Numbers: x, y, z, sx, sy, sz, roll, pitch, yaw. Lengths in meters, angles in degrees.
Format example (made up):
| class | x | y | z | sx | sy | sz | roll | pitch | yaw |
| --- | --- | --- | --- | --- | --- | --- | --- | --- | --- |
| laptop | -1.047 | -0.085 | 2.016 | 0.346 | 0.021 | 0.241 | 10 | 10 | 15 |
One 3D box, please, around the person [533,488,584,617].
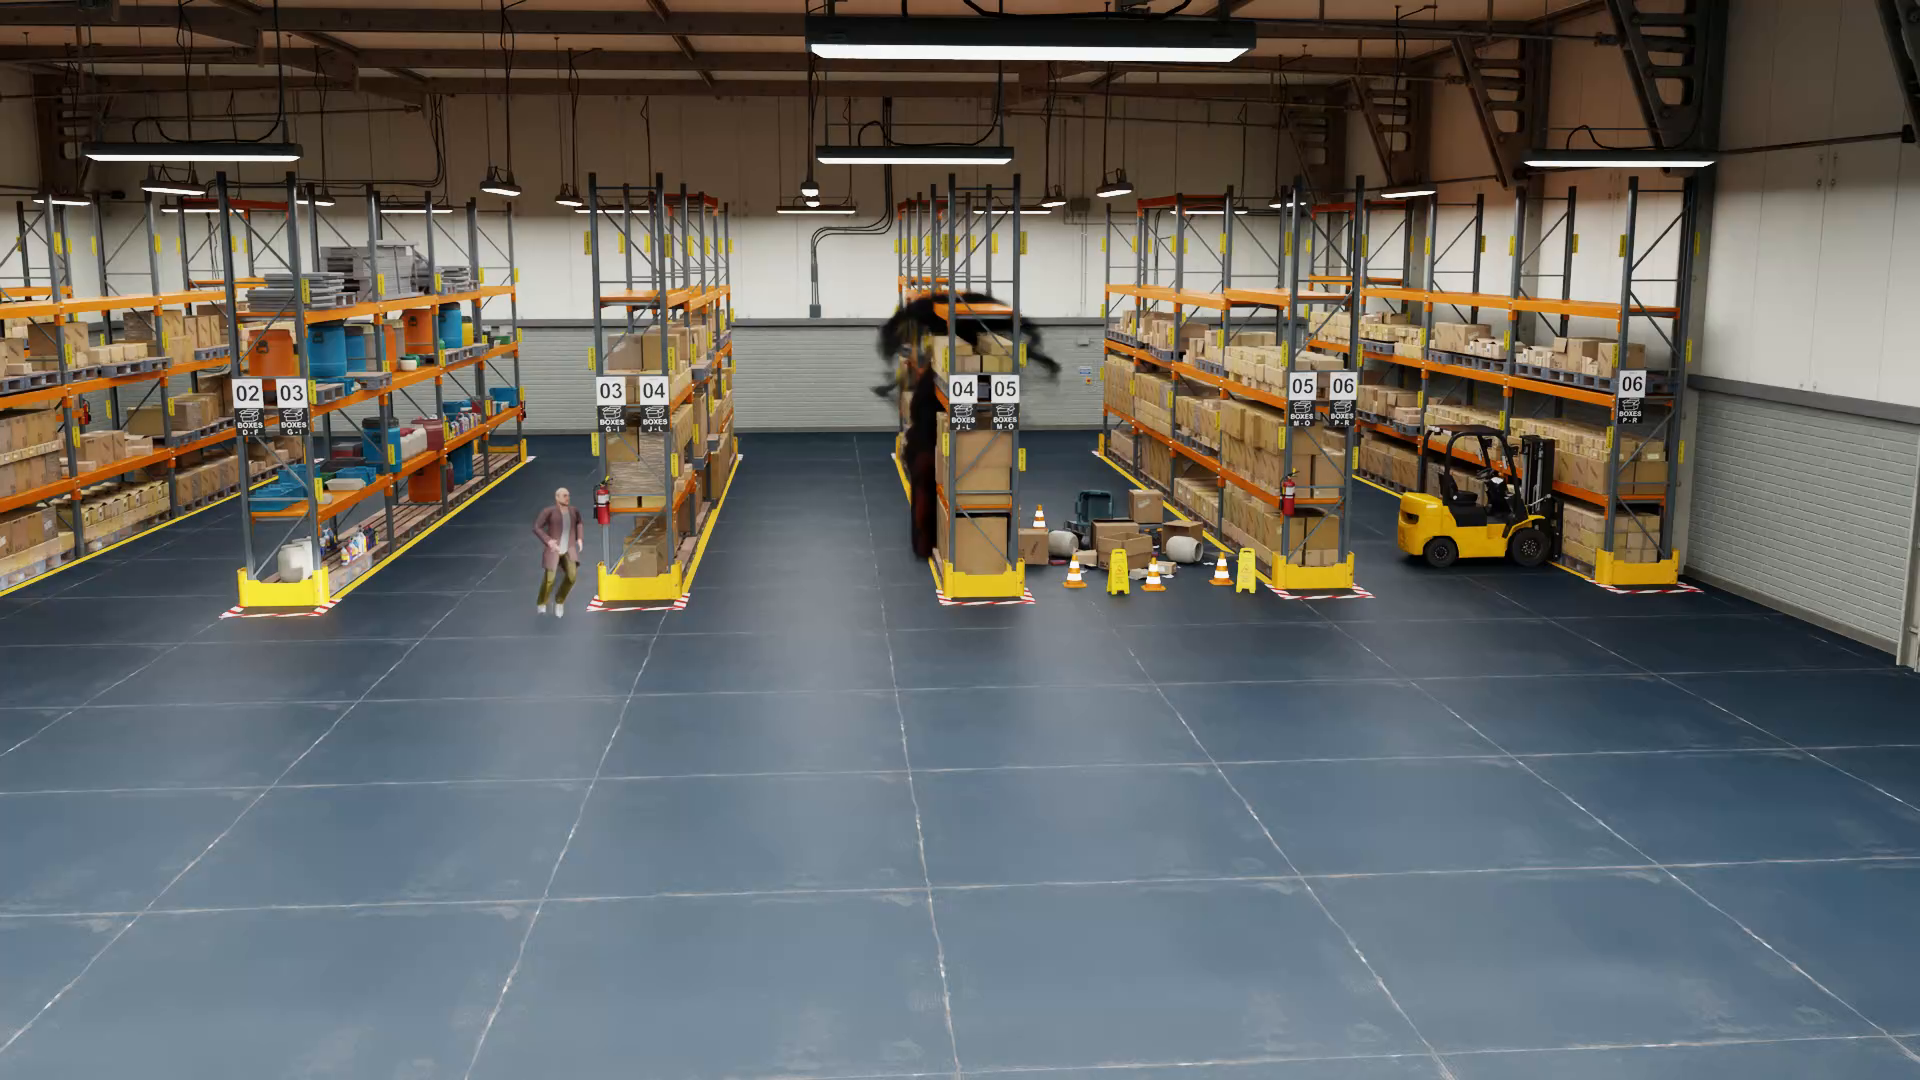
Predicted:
| class | x | y | z | sx | sy | sz | roll | pitch | yaw |
| --- | --- | --- | --- | --- | --- | --- | --- | --- | --- |
| person | -5.472 | 0.164 | 22.831 | 0.774 | 1.765 | 0.690 | -7 | 12 | -33 |
